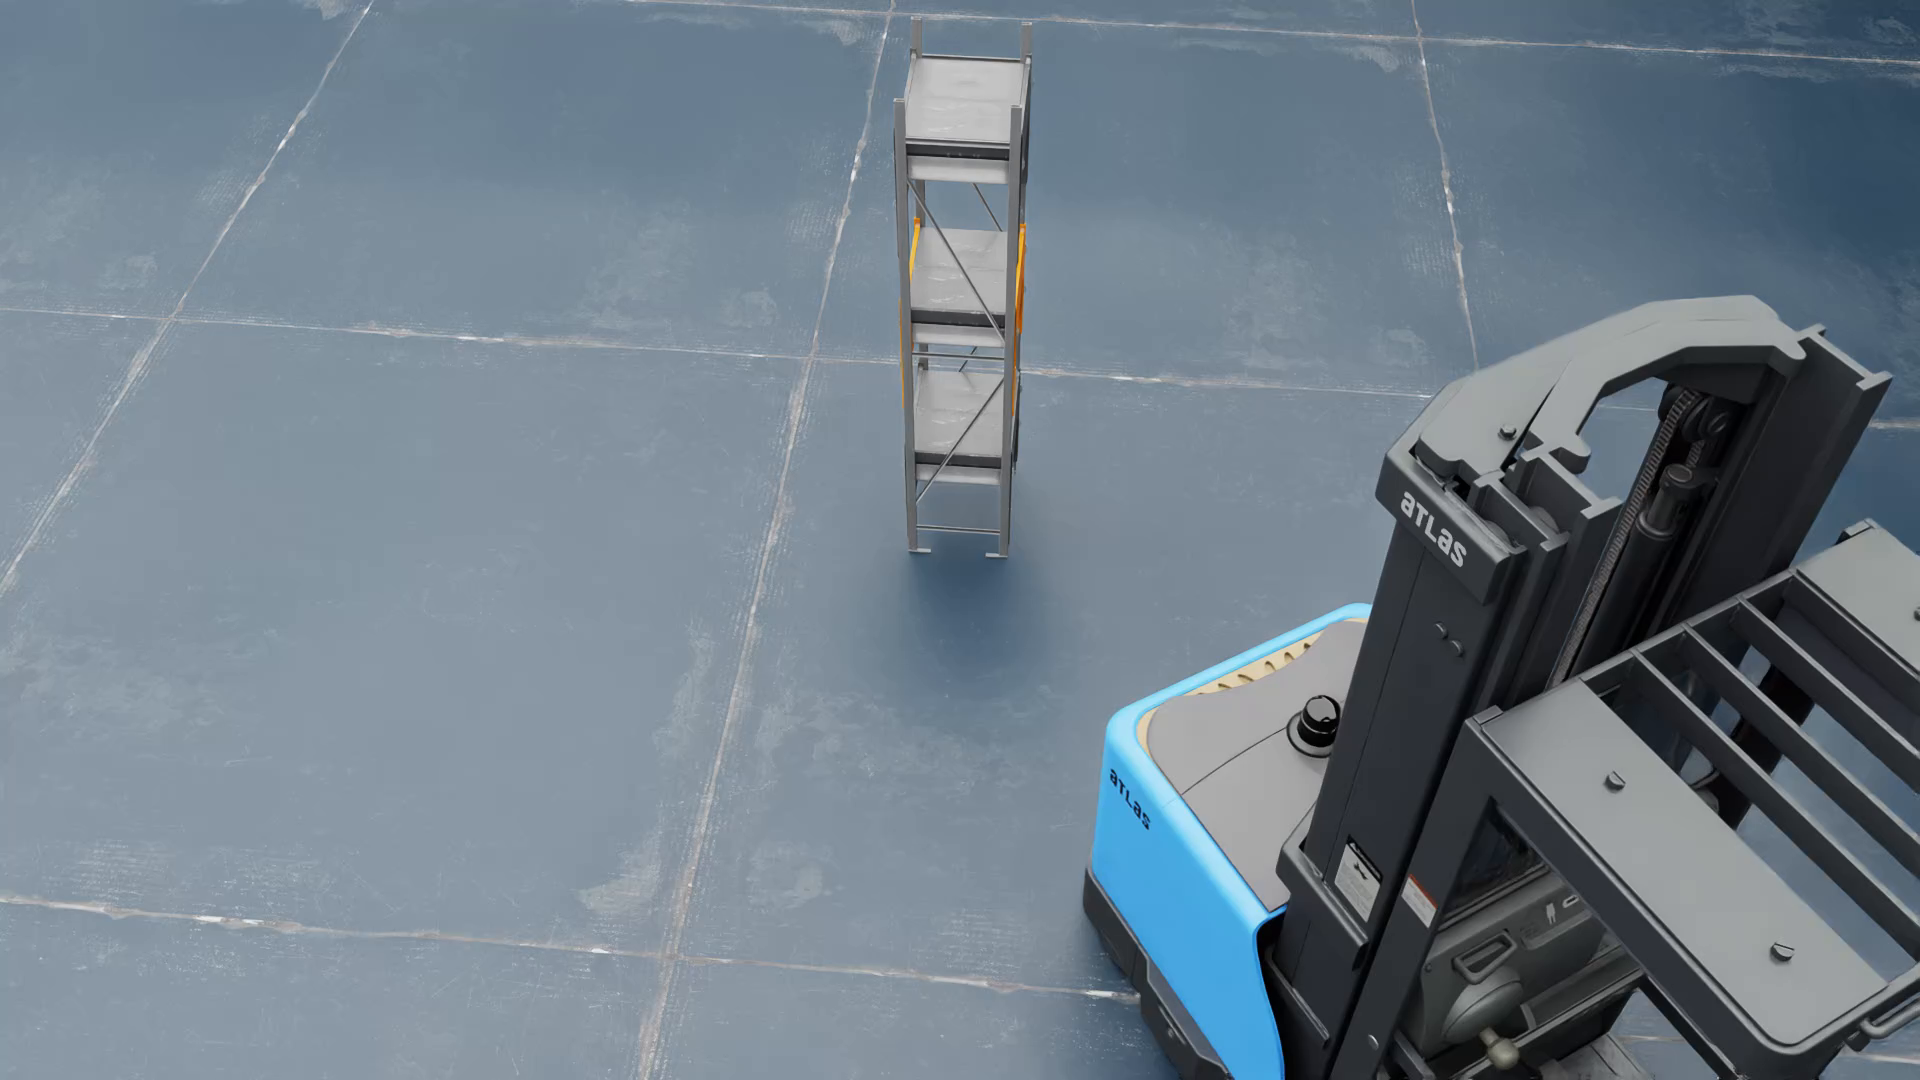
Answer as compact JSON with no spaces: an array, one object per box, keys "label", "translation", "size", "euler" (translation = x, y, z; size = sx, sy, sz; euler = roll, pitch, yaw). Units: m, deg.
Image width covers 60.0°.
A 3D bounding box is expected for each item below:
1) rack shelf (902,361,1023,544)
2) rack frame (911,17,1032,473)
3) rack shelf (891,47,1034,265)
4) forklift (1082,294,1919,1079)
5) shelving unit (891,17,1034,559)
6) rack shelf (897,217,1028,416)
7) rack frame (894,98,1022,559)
[{"label":"rack shelf","translation":[0.015,-0.349,6.639],"size":[0.431,0.518,0.480],"euler":[4,48,4]},{"label":"rack frame","translation":[0.037,-1.010,6.276],"size":[0.400,2.100,0.015],"euler":[4,48,4]},{"label":"rack shelf","translation":[0.015,-1.294,5.606],"size":[0.431,0.518,0.480],"euler":[4,48,4]},{"label":"forklift","translation":[1.561,1.034,3.844],"size":[1.130,2.935,3.031],"euler":[-22,51,-19]},{"label":"shelving unit","translation":[0.015,-0.830,6.112],"size":[0.431,2.100,0.503],"euler":[4,48,4]},{"label":"rack shelf","translation":[0.015,-0.821,6.122],"size":[0.431,0.518,0.480],"euler":[4,48,4]},{"label":"rack frame","translation":[-0.007,-0.651,5.948],"size":[0.400,2.100,0.015],"euler":[4,48,4]}]
